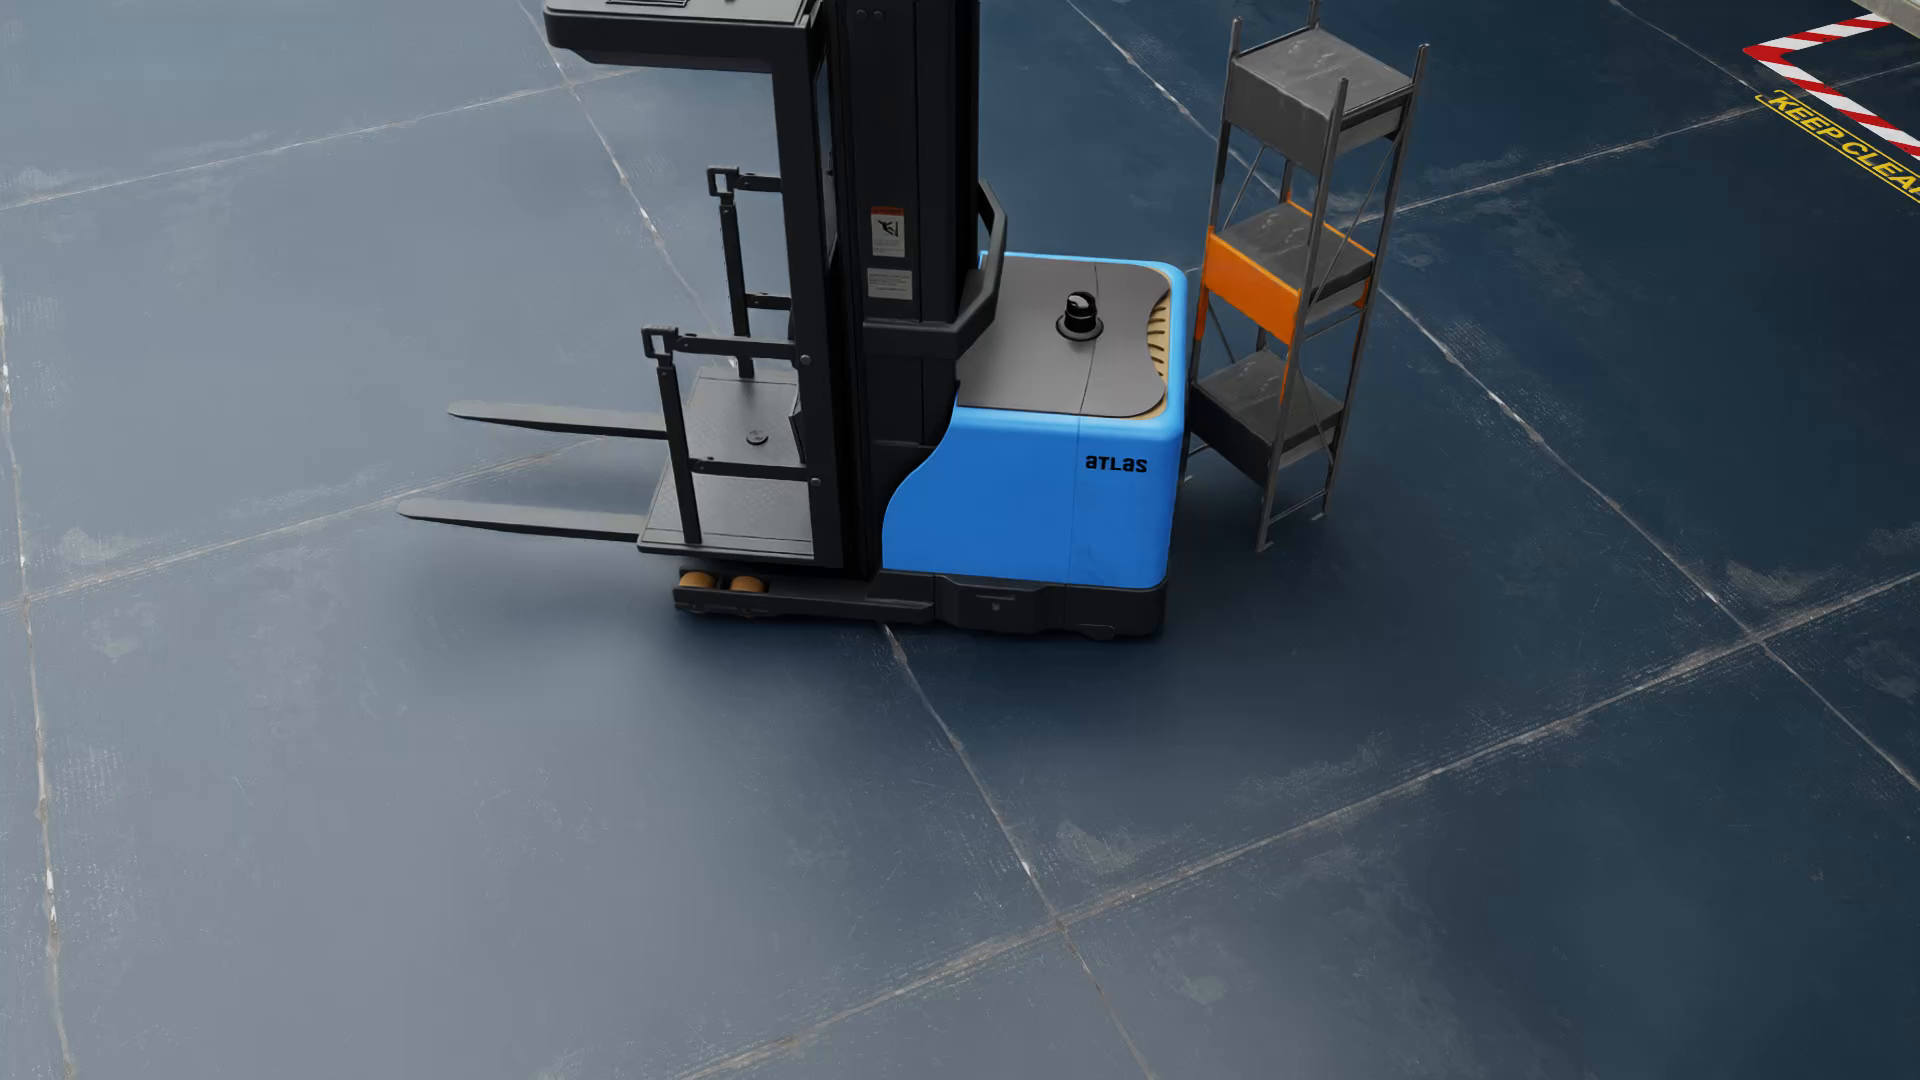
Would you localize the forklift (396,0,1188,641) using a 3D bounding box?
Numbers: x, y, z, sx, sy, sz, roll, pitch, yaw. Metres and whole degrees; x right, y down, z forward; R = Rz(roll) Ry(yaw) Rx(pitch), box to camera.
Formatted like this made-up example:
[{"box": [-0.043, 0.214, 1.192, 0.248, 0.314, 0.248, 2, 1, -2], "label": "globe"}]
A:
[{"box": [-0.680, -1.108, 5.786, 3.031, 2.935, 1.130, 5, 45, 5], "label": "forklift"}]

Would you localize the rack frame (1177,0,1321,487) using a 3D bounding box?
[{"box": [1.069, -1.056, 6.325, 0.400, 2.100, 0.015, -27, 51, -25], "label": "rack frame"}]

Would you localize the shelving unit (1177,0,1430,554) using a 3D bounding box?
[{"box": [1.212, -0.917, 6.184, 0.431, 2.100, 0.503, -27, 51, -25], "label": "shelving unit"}]

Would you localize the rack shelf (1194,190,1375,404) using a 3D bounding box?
[{"box": [1.212, -0.907, 6.194, 0.431, 0.518, 0.480, -27, 51, -25], "label": "rack shelf"}]

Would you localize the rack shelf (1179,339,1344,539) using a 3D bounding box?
[{"box": [1.212, -0.409, 6.685, 0.431, 0.518, 0.480, -27, 51, -25], "label": "rack shelf"}]

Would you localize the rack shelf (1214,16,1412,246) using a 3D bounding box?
[{"box": [1.212, -1.405, 5.702, 0.431, 0.518, 0.480, -27, 51, -25], "label": "rack shelf"}]

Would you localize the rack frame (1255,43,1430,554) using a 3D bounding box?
[{"box": [1.355, -0.778, 6.043, 0.400, 2.100, 0.015, -27, 51, -25], "label": "rack frame"}]
